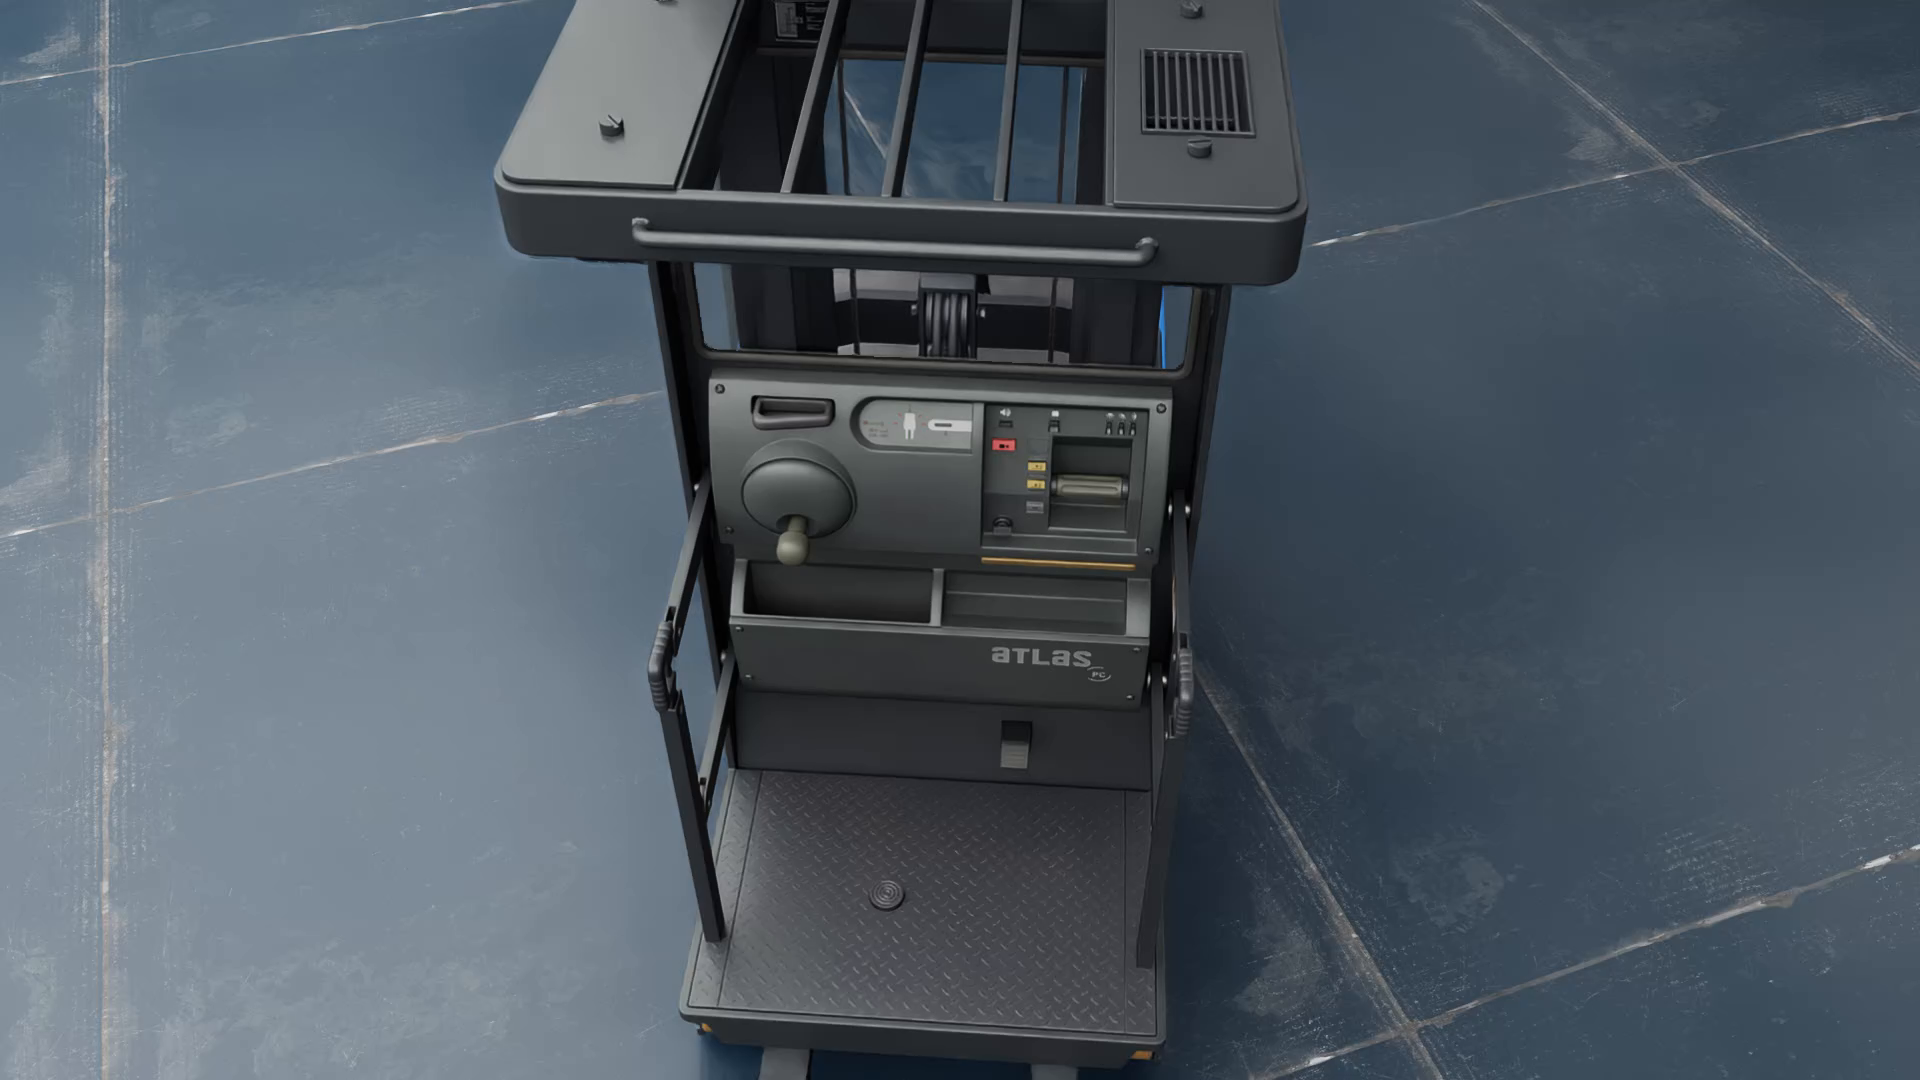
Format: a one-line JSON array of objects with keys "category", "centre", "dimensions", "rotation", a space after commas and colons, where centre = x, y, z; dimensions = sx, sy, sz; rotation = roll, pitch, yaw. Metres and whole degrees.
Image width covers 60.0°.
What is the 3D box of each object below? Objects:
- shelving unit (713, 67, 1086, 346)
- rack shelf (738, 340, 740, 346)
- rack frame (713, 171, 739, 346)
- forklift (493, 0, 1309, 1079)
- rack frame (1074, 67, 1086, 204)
[{"category": "shelving unit", "centre": [-0.148, -0.818, 5.006], "dimensions": [1.048, 1.500, 0.538], "rotation": [1, 45, 1]}, {"category": "rack shelf", "centre": [-0.148, -0.691, 5.134], "dimensions": [1.000, 0.185, 0.538], "rotation": [1, 45, 1]}, {"category": "rack frame", "centre": [-0.656, -0.827, 5.016], "dimensions": [0.032, 1.500, 0.500], "rotation": [1, 45, 1]}, {"category": "forklift", "centre": [-0.056, -0.040, 3.220], "dimensions": [1.130, 2.935, 3.031], "rotation": [3, 45, 3]}, {"category": "rack frame", "centre": [0.360, -0.809, 4.997], "dimensions": [0.032, 1.500, 0.500], "rotation": [1, 45, 1]}]
